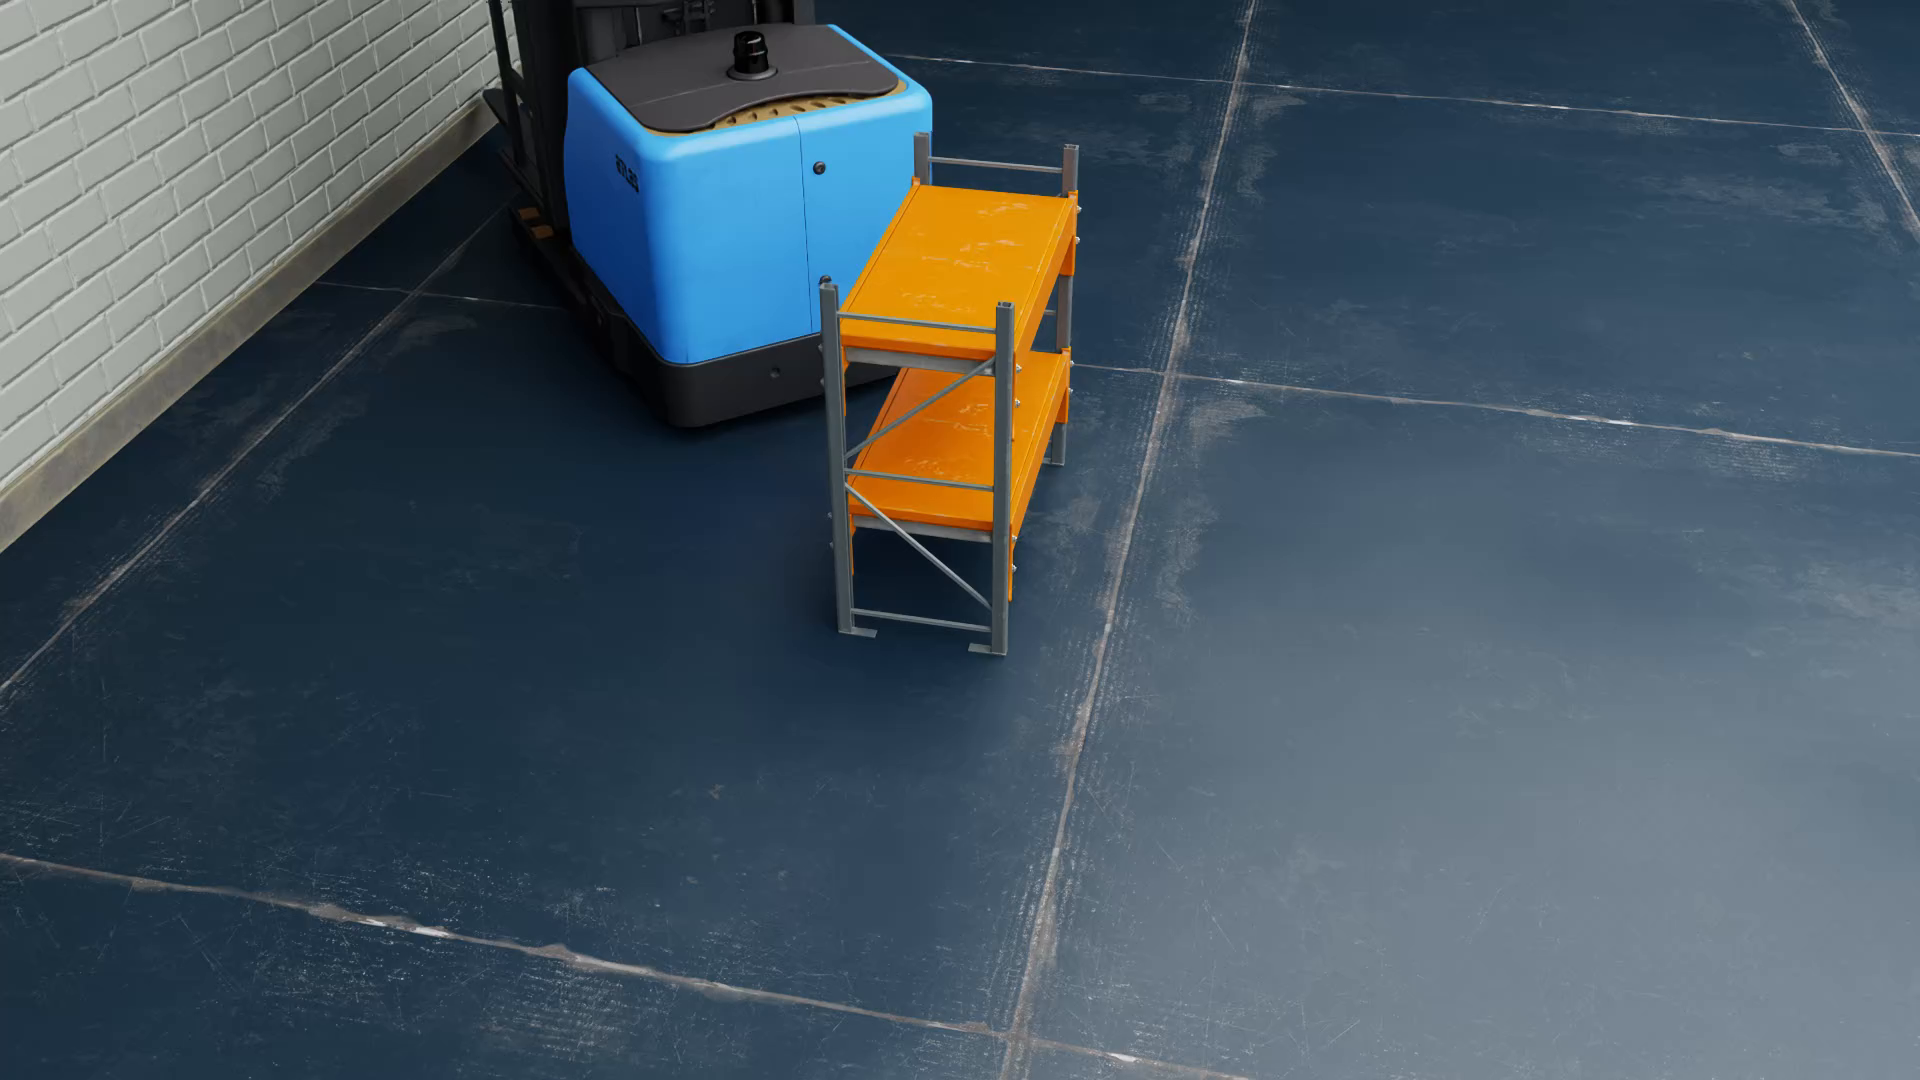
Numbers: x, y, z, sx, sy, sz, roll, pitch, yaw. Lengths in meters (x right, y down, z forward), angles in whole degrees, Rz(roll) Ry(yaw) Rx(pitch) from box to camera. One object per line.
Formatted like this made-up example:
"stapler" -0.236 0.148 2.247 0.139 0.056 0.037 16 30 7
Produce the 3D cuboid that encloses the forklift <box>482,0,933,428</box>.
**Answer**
"forklift" -1.216 -2.416 6.086 1.130 2.935 3.031 -17 39 -22

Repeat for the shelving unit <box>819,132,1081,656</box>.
"shelving unit" -0.001 -0.452 4.915 0.538 1.125 1.048 7 37 10

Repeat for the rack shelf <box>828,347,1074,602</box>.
"rack shelf" -0.001 -0.254 5.058 0.538 0.278 1.000 7 37 10

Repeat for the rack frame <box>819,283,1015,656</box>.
"rack frame" -0.110 -0.160 4.512 0.500 1.125 0.032 7 37 10

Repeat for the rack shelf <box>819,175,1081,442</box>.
"rack shelf" -0.001 -0.689 4.743 0.538 0.278 1.000 7 37 10

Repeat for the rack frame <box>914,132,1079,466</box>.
"rack frame" 0.107 -0.743 5.317 0.500 1.125 0.032 7 37 10
